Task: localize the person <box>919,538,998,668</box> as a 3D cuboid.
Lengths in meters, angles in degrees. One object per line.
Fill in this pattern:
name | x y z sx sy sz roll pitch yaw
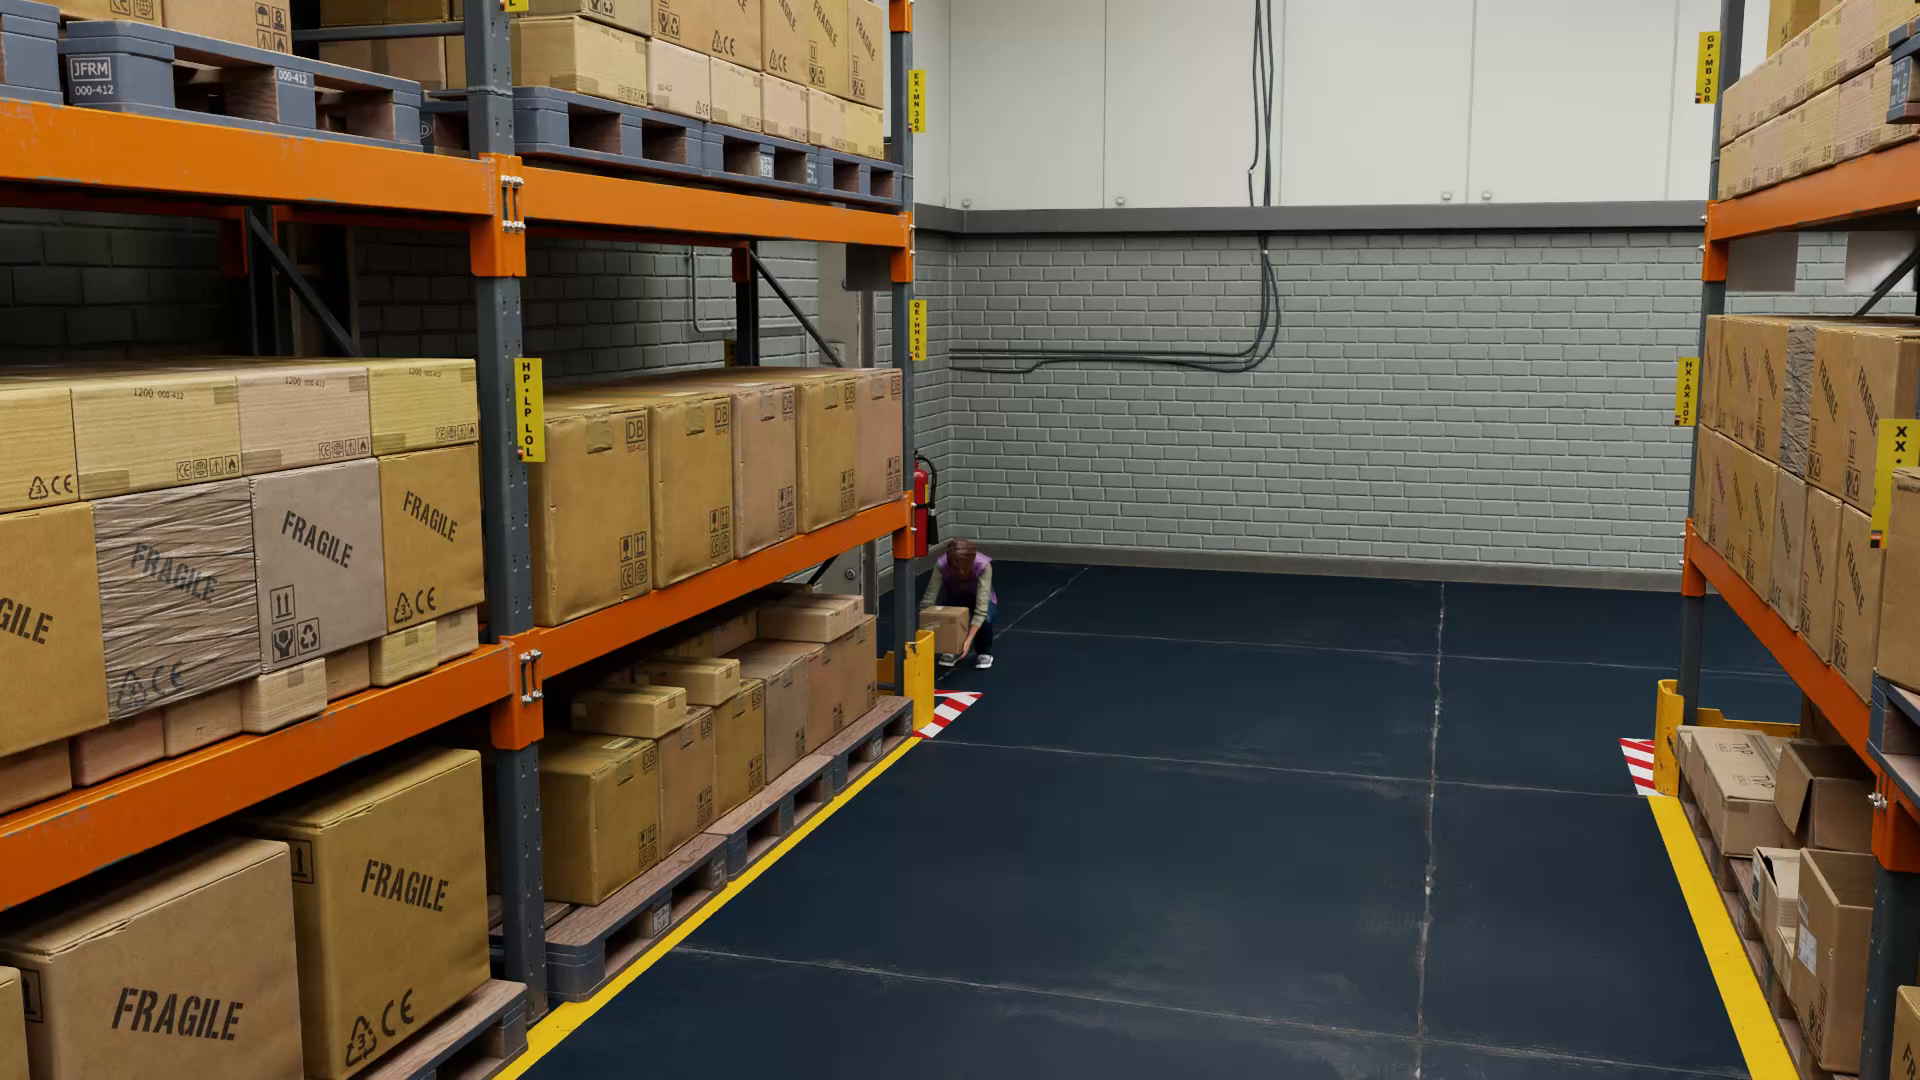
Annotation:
person | 0.012 0.397 10.643 0.450 0.889 0.814 3 9 16
